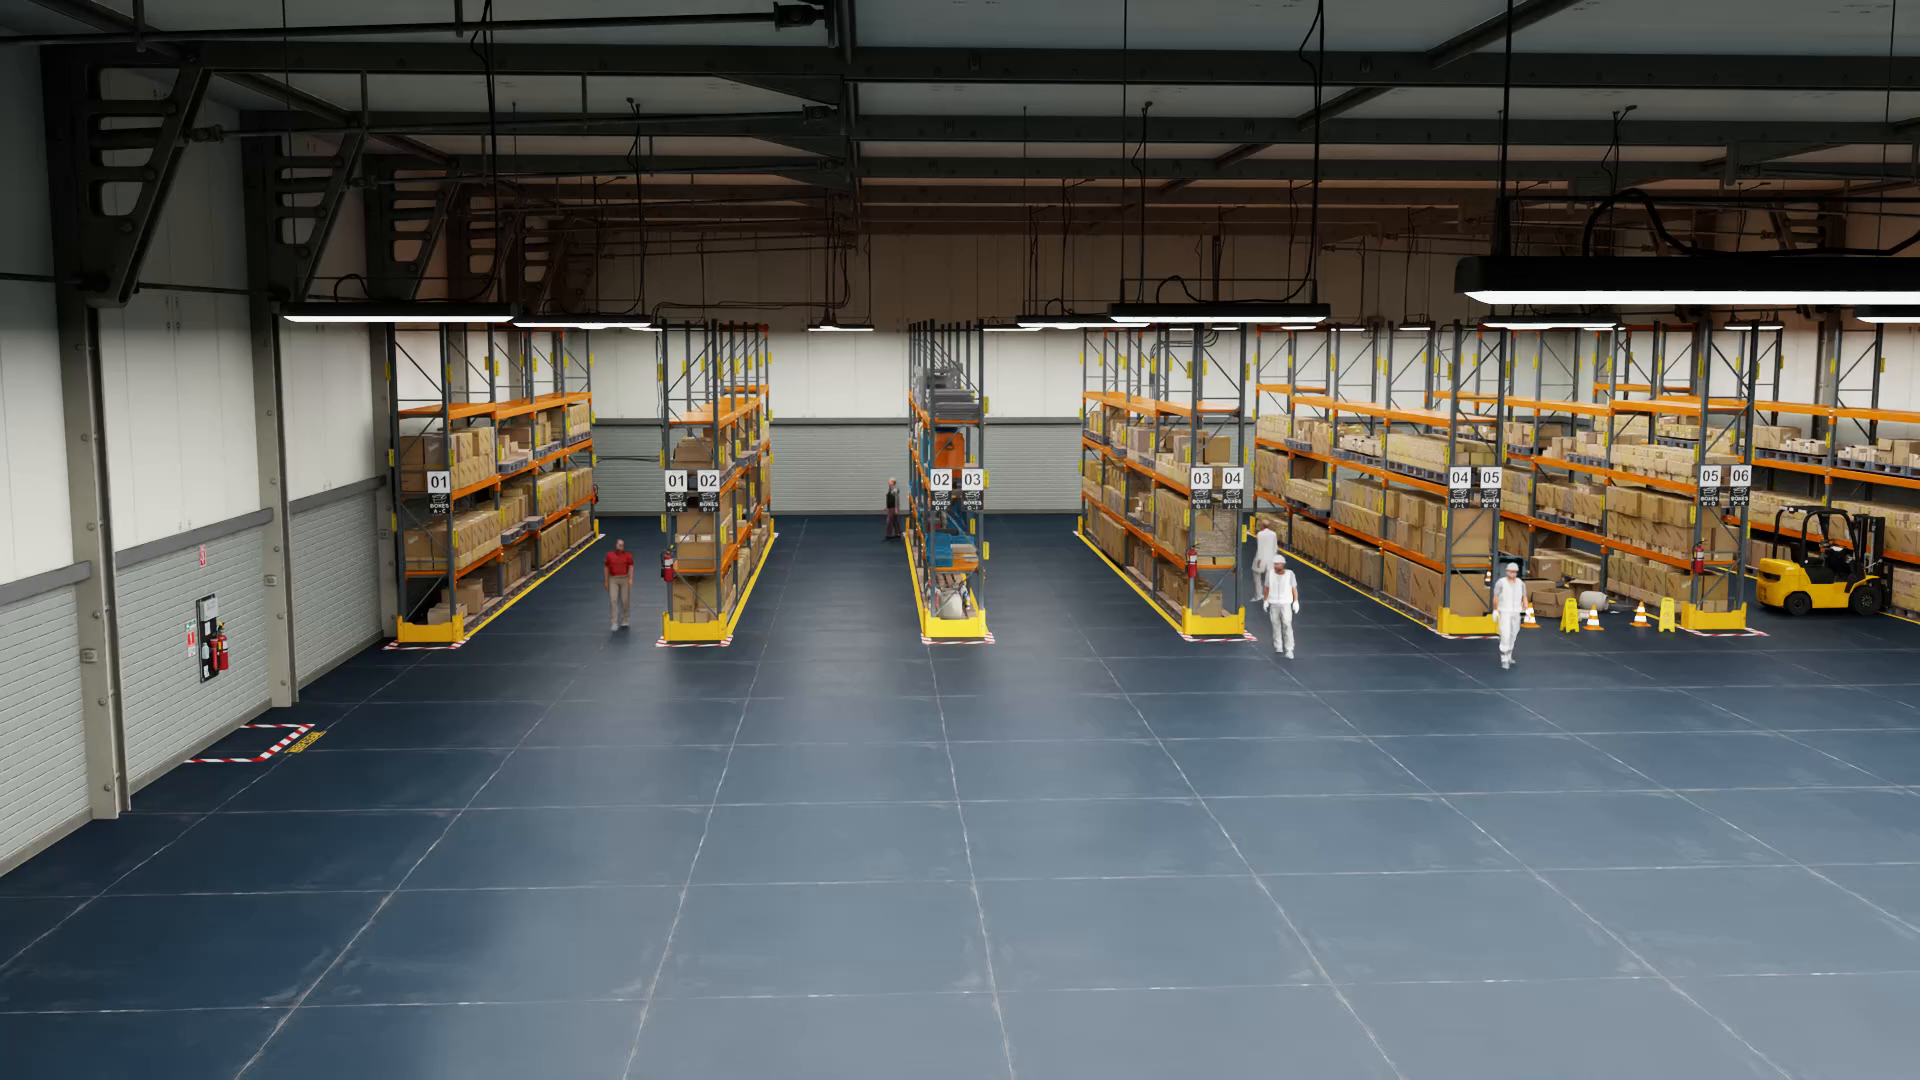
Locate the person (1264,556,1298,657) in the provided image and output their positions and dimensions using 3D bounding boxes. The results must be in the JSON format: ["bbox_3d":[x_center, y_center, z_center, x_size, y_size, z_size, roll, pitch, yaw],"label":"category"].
[{"bbox_3d":[5.769,1.165,29.870,0.521,1.772,0.618,-6,9,-38],"label":"person"}]

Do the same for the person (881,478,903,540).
[{"bbox_3d":[-1.889,-0.872,46.519,0.613,1.718,0.570,-6,9,-38],"label":"person"}]

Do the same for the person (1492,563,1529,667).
[{"bbox_3d":[9.549,1.284,28.845,0.610,1.805,0.513,3,8,25],"label":"person"}]

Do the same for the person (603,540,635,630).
[{"bbox_3d":[-6.664,0.869,32.662,0.552,1.729,0.663,-7,10,-44],"label":"person"}]

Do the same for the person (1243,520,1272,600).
[{"bbox_3d":[6.504,0.417,36.034,0.484,1.701,1.183,-2,7,-16],"label":"person"}]
